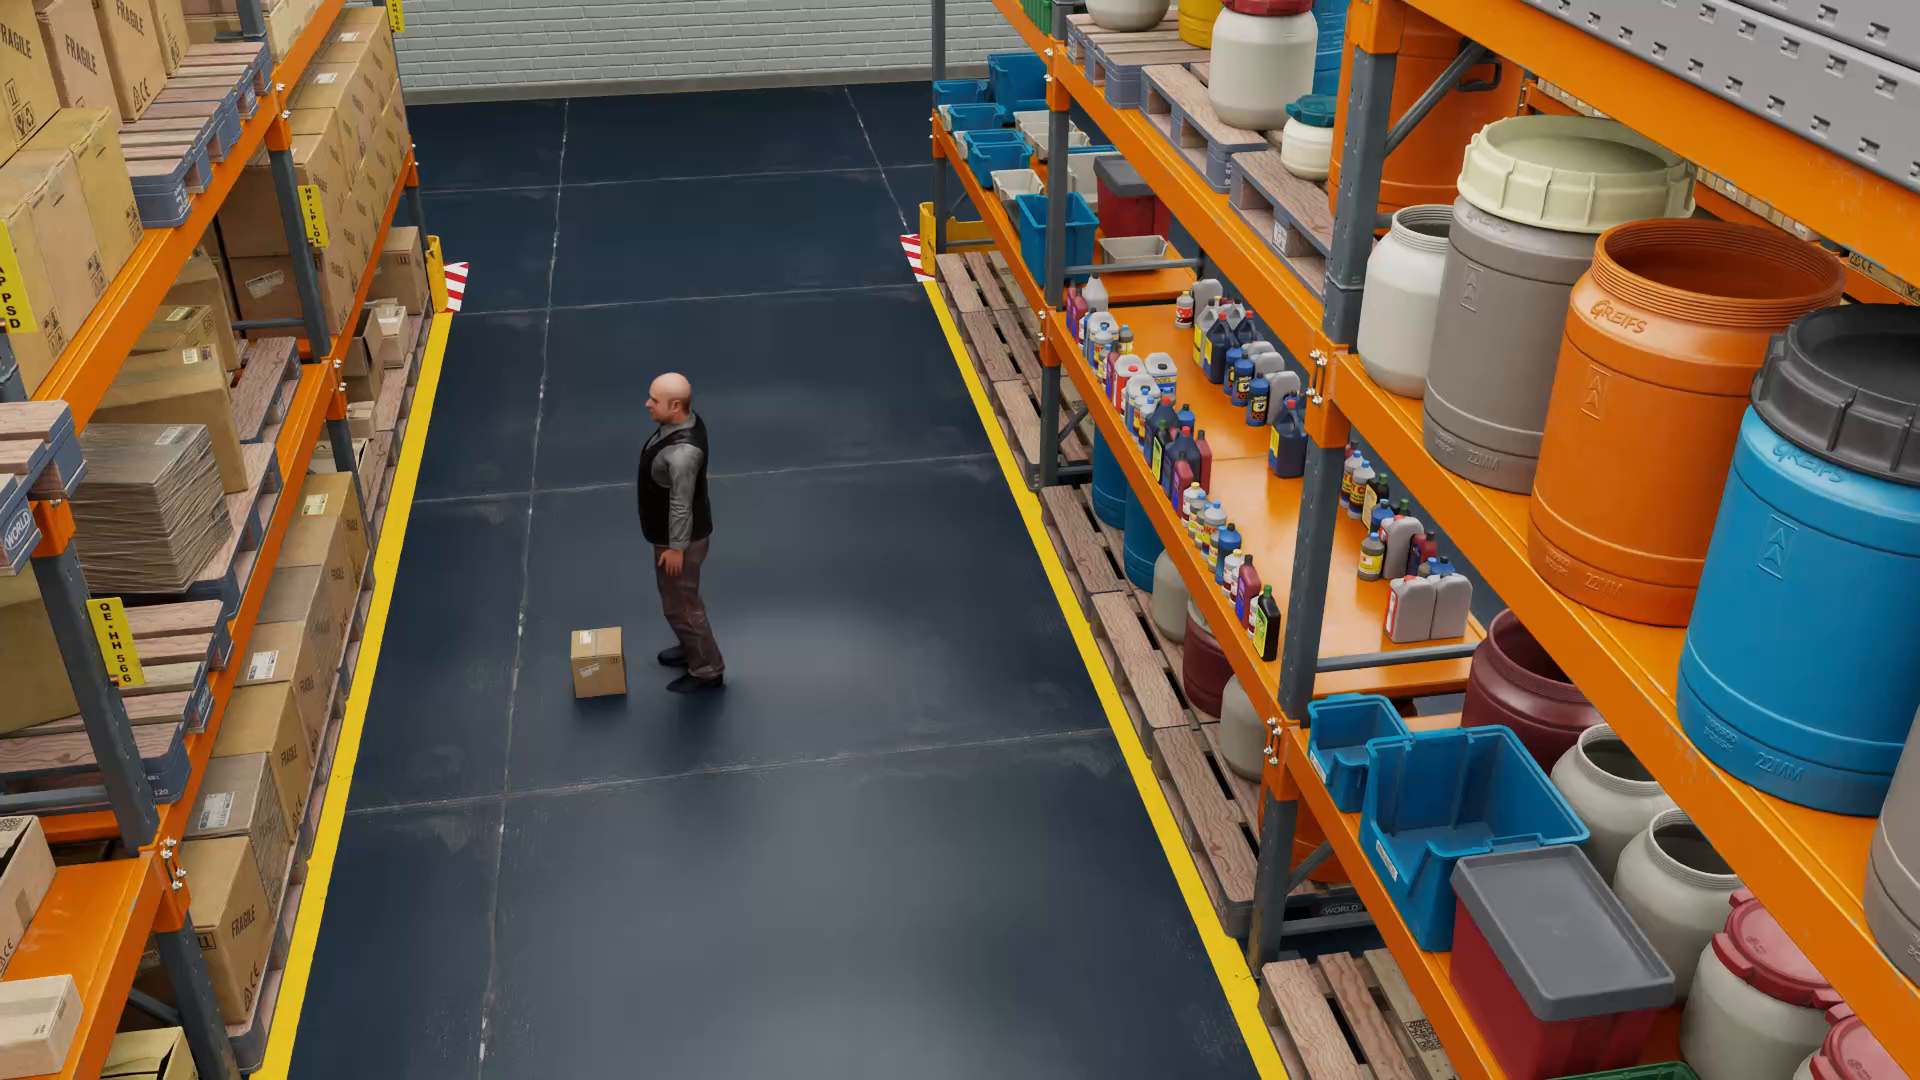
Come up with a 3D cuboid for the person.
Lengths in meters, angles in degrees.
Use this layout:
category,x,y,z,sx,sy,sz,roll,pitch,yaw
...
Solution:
category,x,y,z,sx,sy,sz,roll,pitch,yaw
person,-1.393,-0.024,8.238,0.361,1.740,0.531,-5,31,-8
